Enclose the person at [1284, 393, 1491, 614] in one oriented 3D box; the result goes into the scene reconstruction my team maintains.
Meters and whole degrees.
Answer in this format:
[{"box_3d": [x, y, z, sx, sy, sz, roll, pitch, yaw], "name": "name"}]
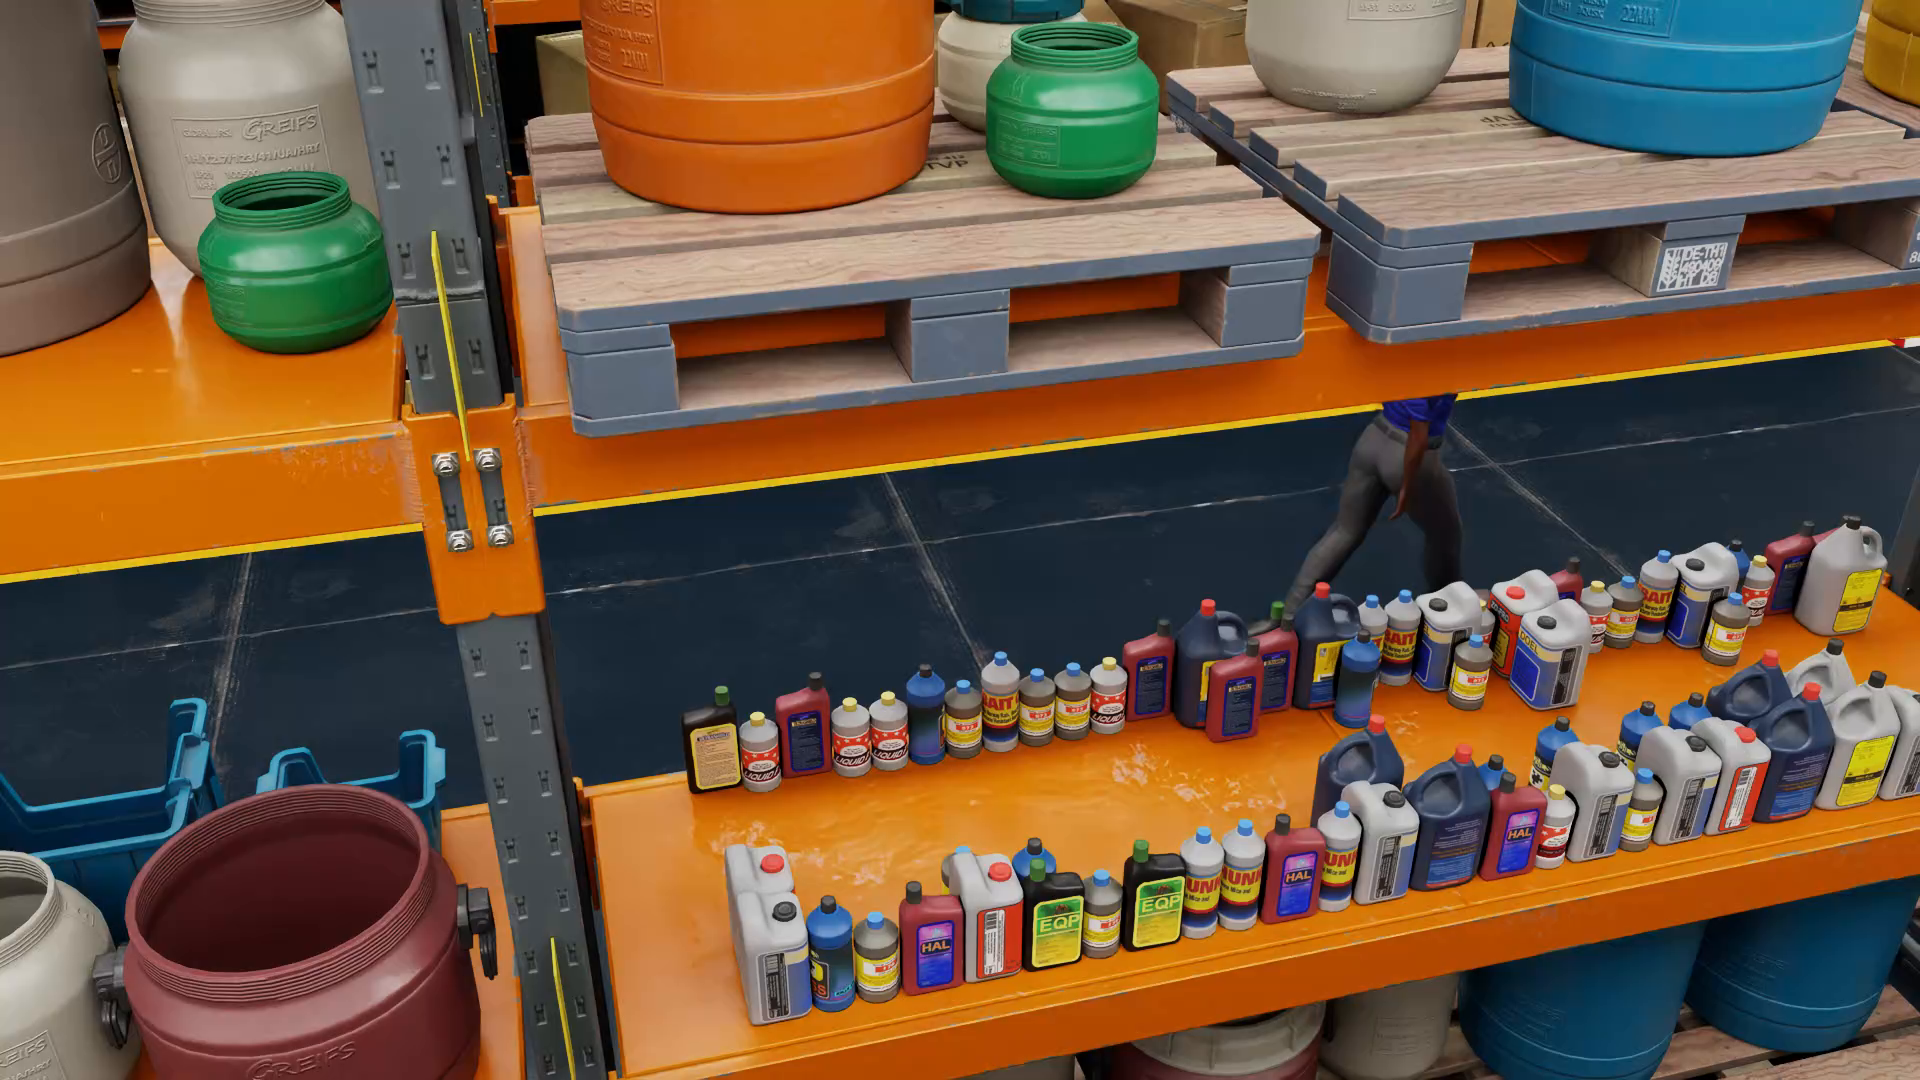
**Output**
[{"box_3d": [1.802, -0.346, 6.706, 1.017, 1.596, 0.452, -14, 33, -22], "name": "person"}]
